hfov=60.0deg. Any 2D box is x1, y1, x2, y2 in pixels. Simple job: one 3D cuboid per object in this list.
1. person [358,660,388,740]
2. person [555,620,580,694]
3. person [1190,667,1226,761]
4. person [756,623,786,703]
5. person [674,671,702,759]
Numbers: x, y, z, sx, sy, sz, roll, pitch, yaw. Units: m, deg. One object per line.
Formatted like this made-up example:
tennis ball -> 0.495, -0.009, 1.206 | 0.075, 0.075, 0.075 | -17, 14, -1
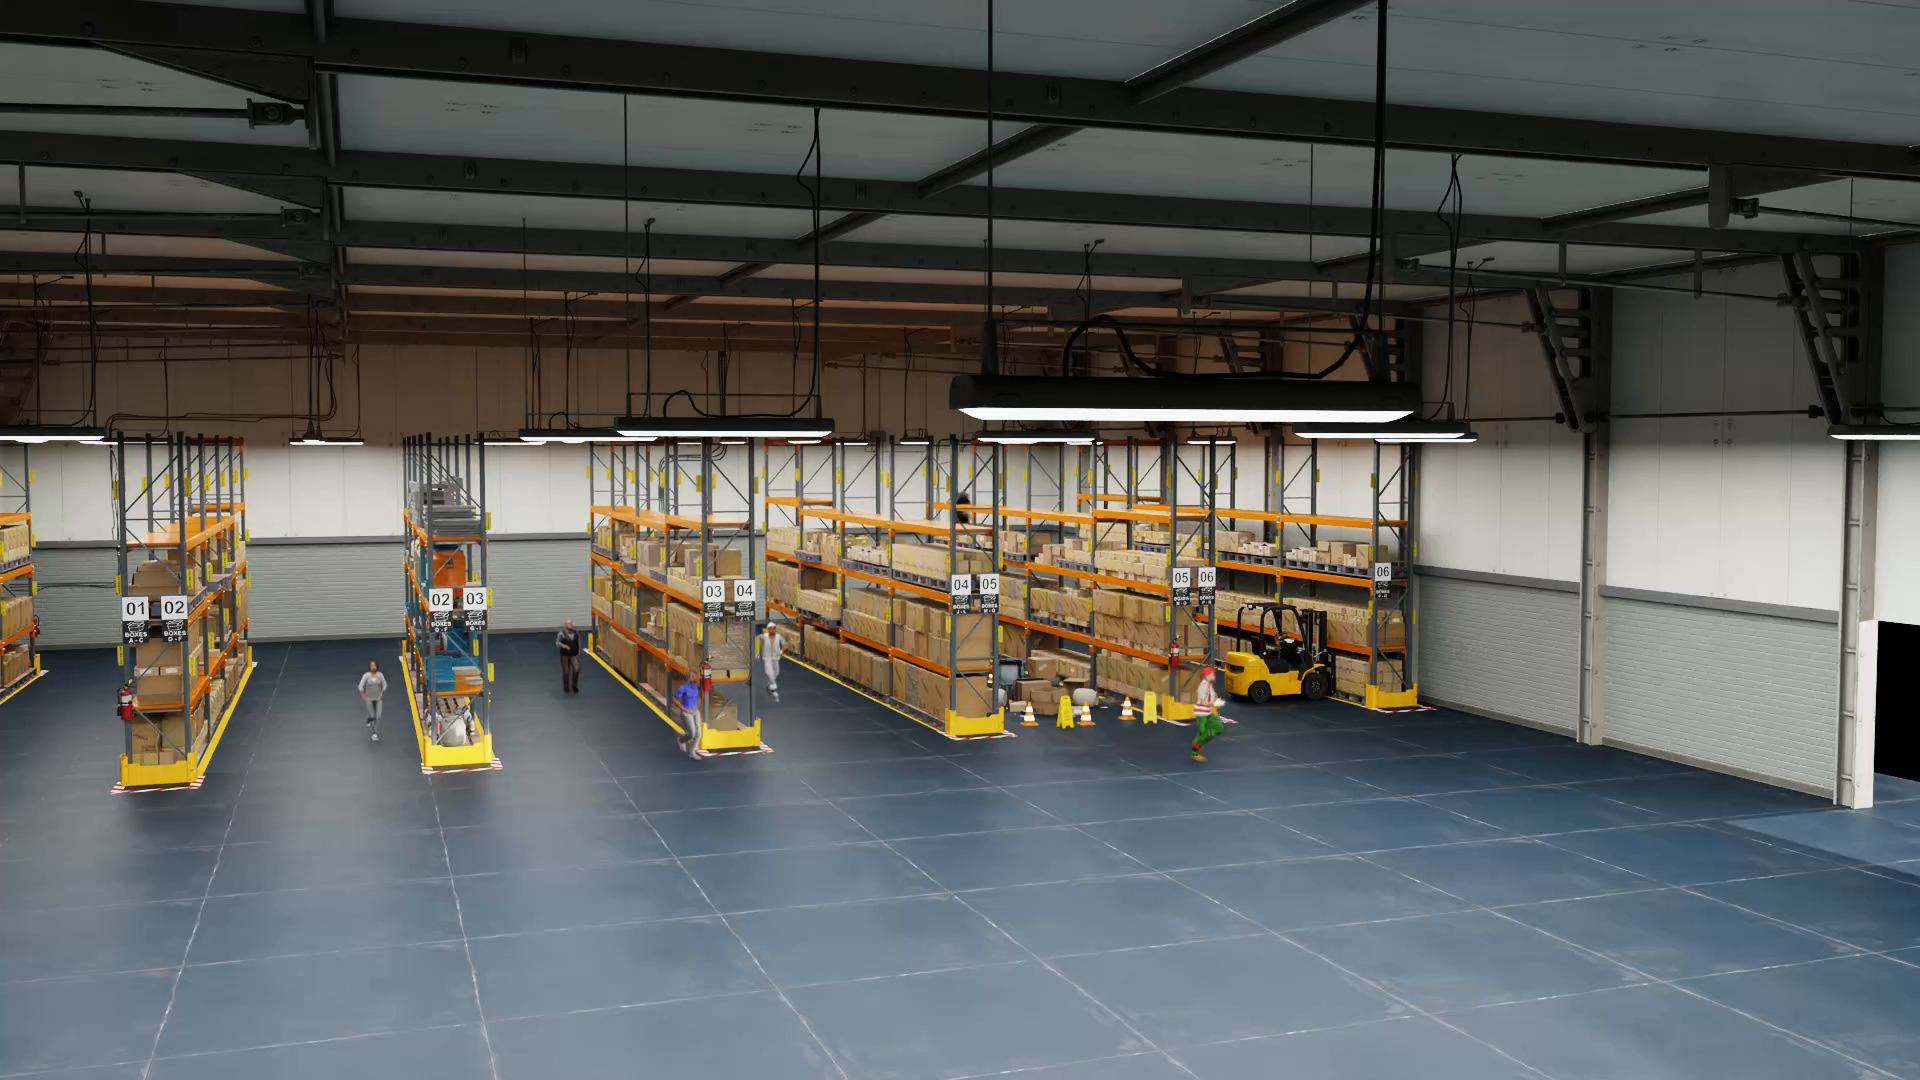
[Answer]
person -> -11.524, 3.141, 32.677 | 0.538, 1.557, 0.548 | -2, 4, -28
person -> -9.096, 2.727, 38.727 | 0.644, 1.742, 0.738 | -2, 4, -27
person -> 4.518, 3.166, 30.265 | 0.709, 1.727, 0.707 | 2, 4, 25
person -> -4.272, 2.741, 37.649 | 0.685, 1.778, 1.051 | -1, 3, -18
person -> -5.007, 3.224, 30.723 | 0.524, 1.626, 0.610 | 3, 4, 41
